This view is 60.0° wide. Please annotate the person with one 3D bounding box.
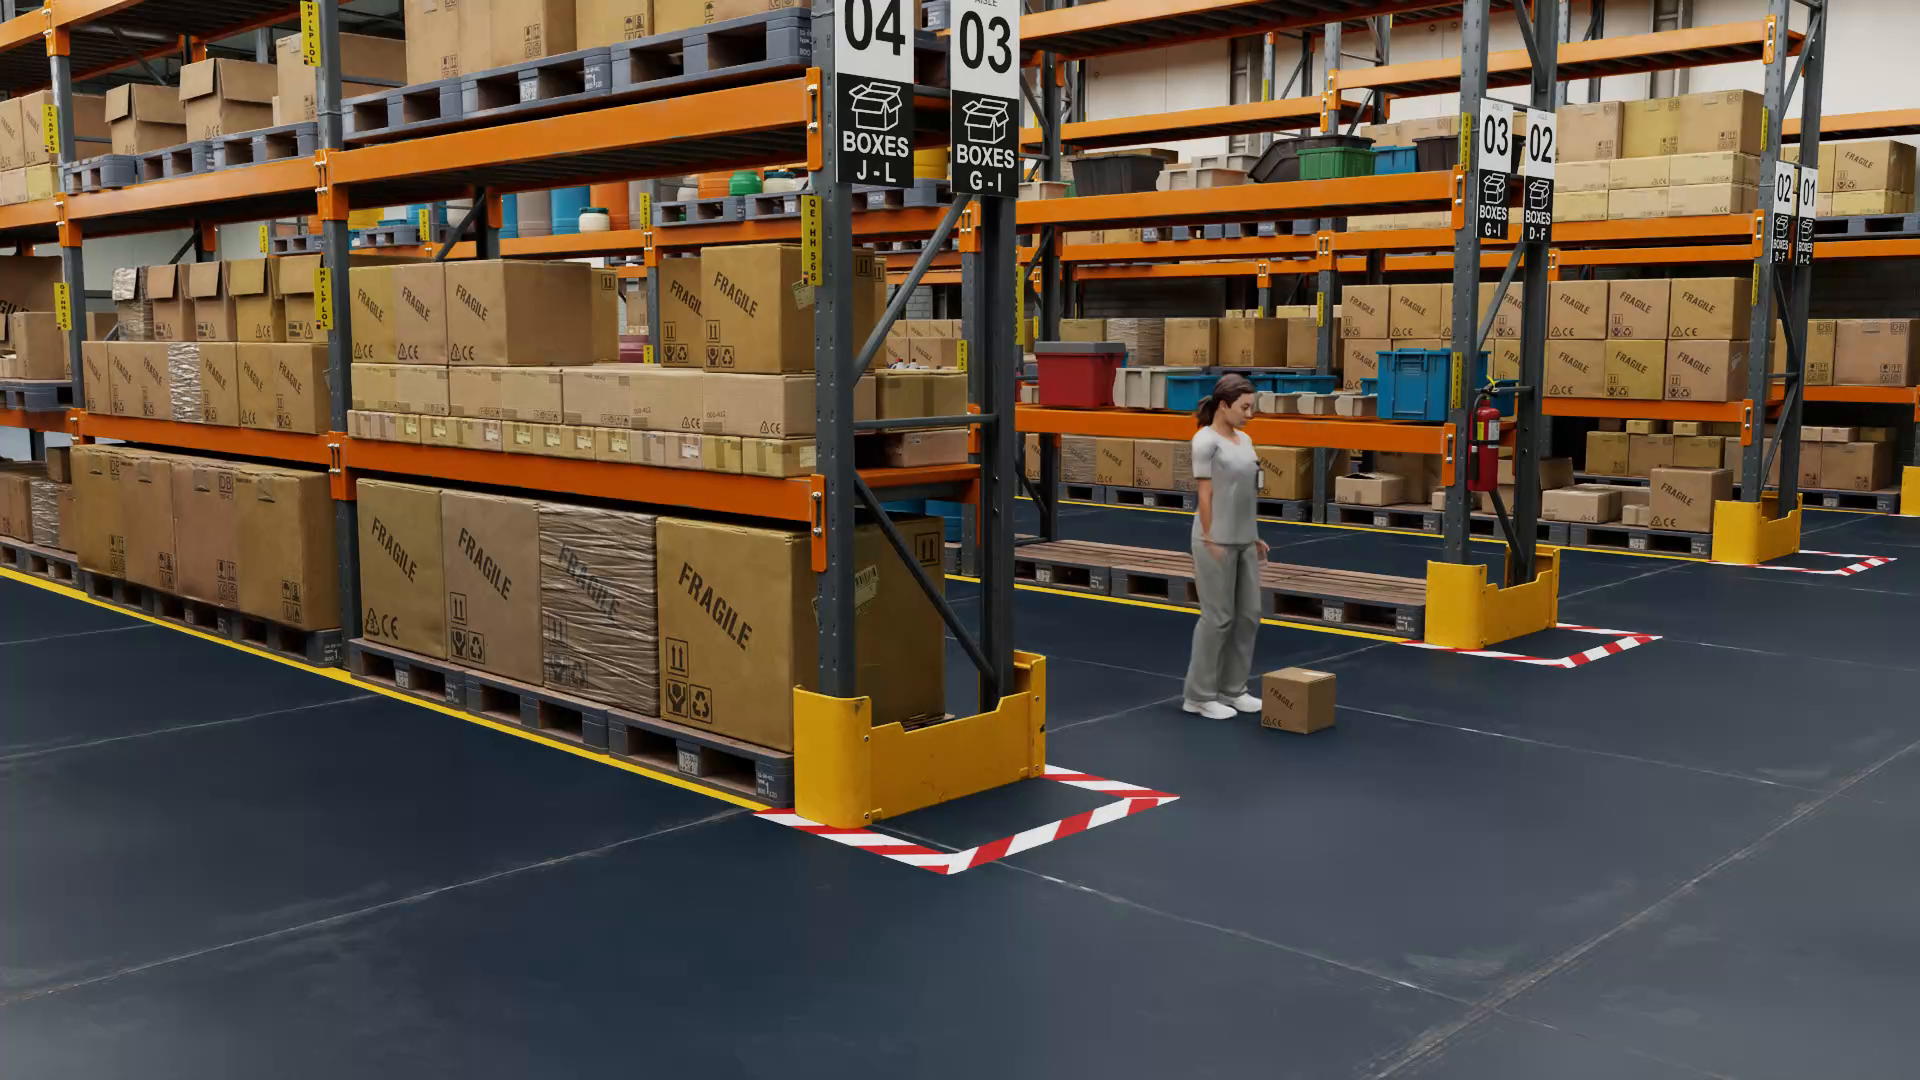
[{"bbox_3d":[1.303,0.020,8.158,0.367,1.672,0.443,7,10,44],"label":"person"}]
